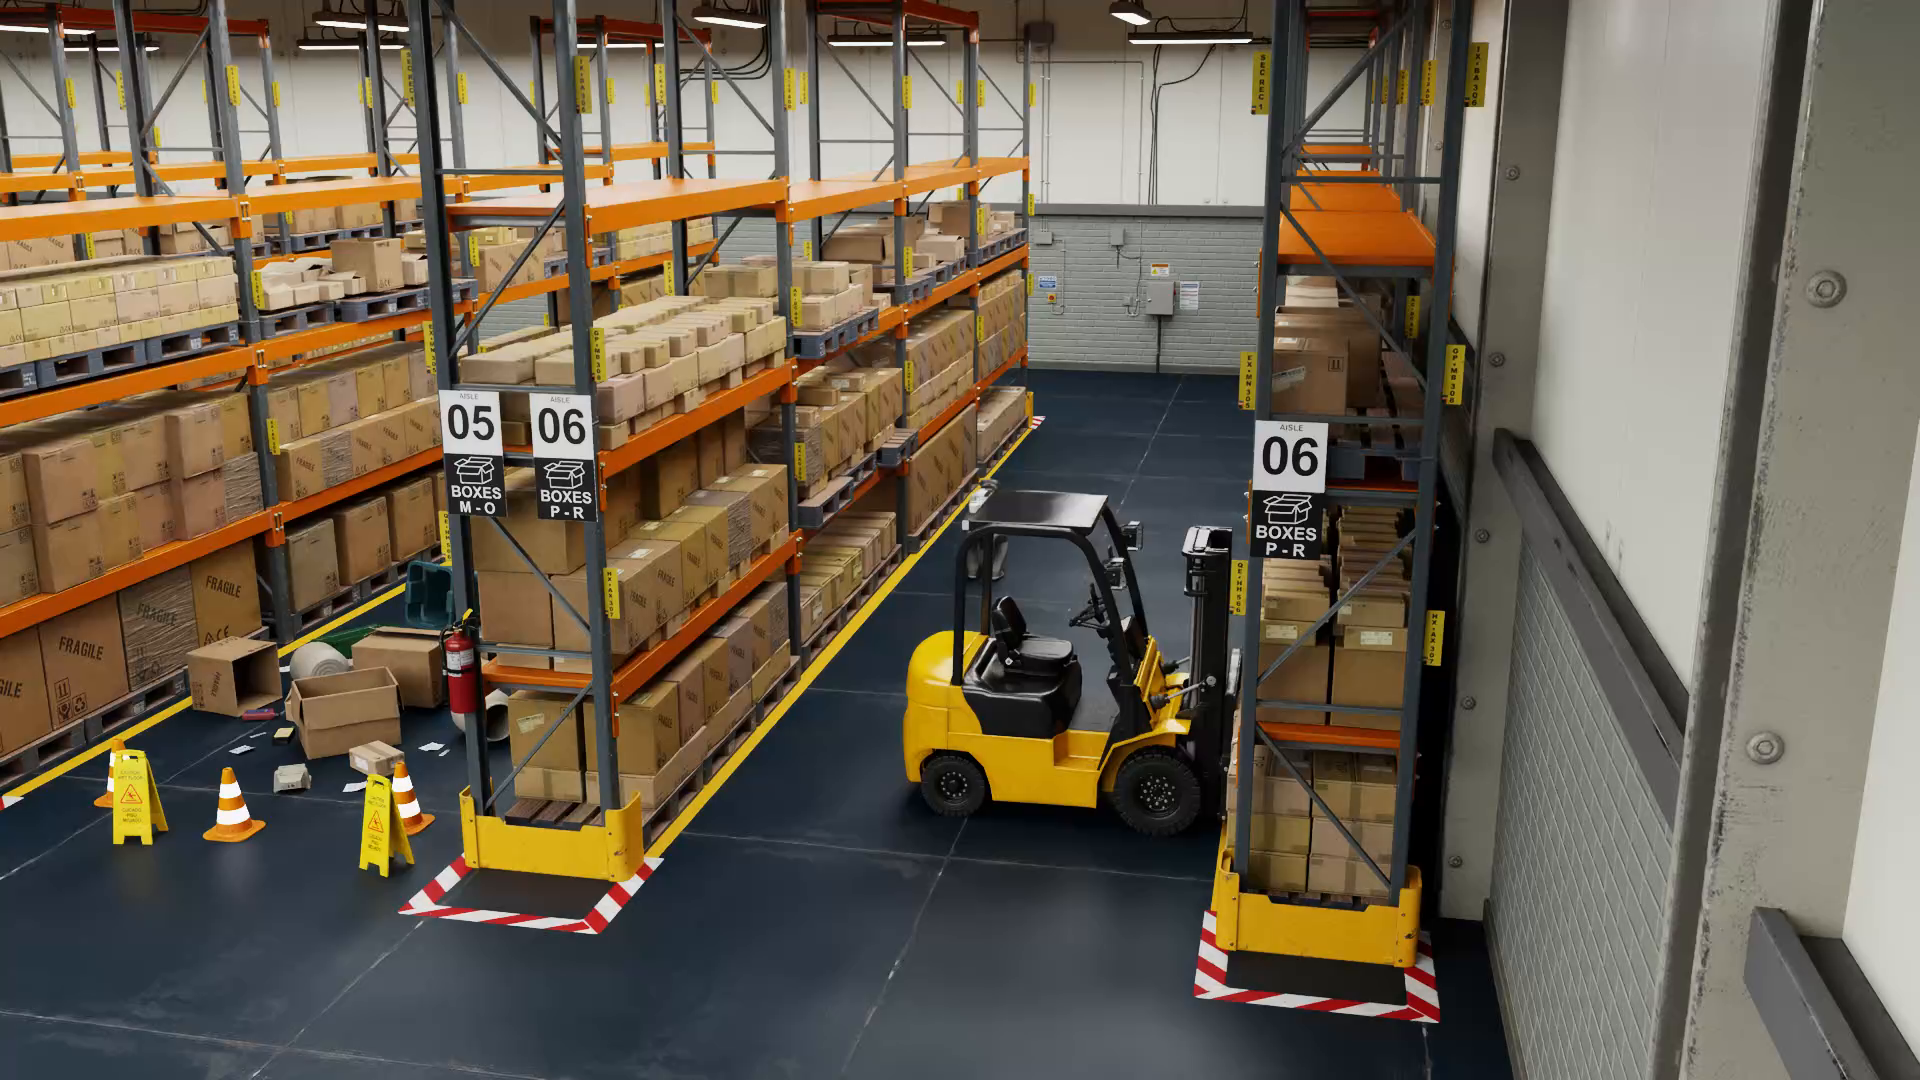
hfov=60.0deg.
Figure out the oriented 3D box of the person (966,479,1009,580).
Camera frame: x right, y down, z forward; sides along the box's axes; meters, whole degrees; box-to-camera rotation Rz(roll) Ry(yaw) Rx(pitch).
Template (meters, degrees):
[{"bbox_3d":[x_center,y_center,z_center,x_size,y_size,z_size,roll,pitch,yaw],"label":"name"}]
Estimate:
[{"bbox_3d":[0.293,-0.113,17.802,0.470,0.977,0.912,2,15,9],"label":"person"}]
